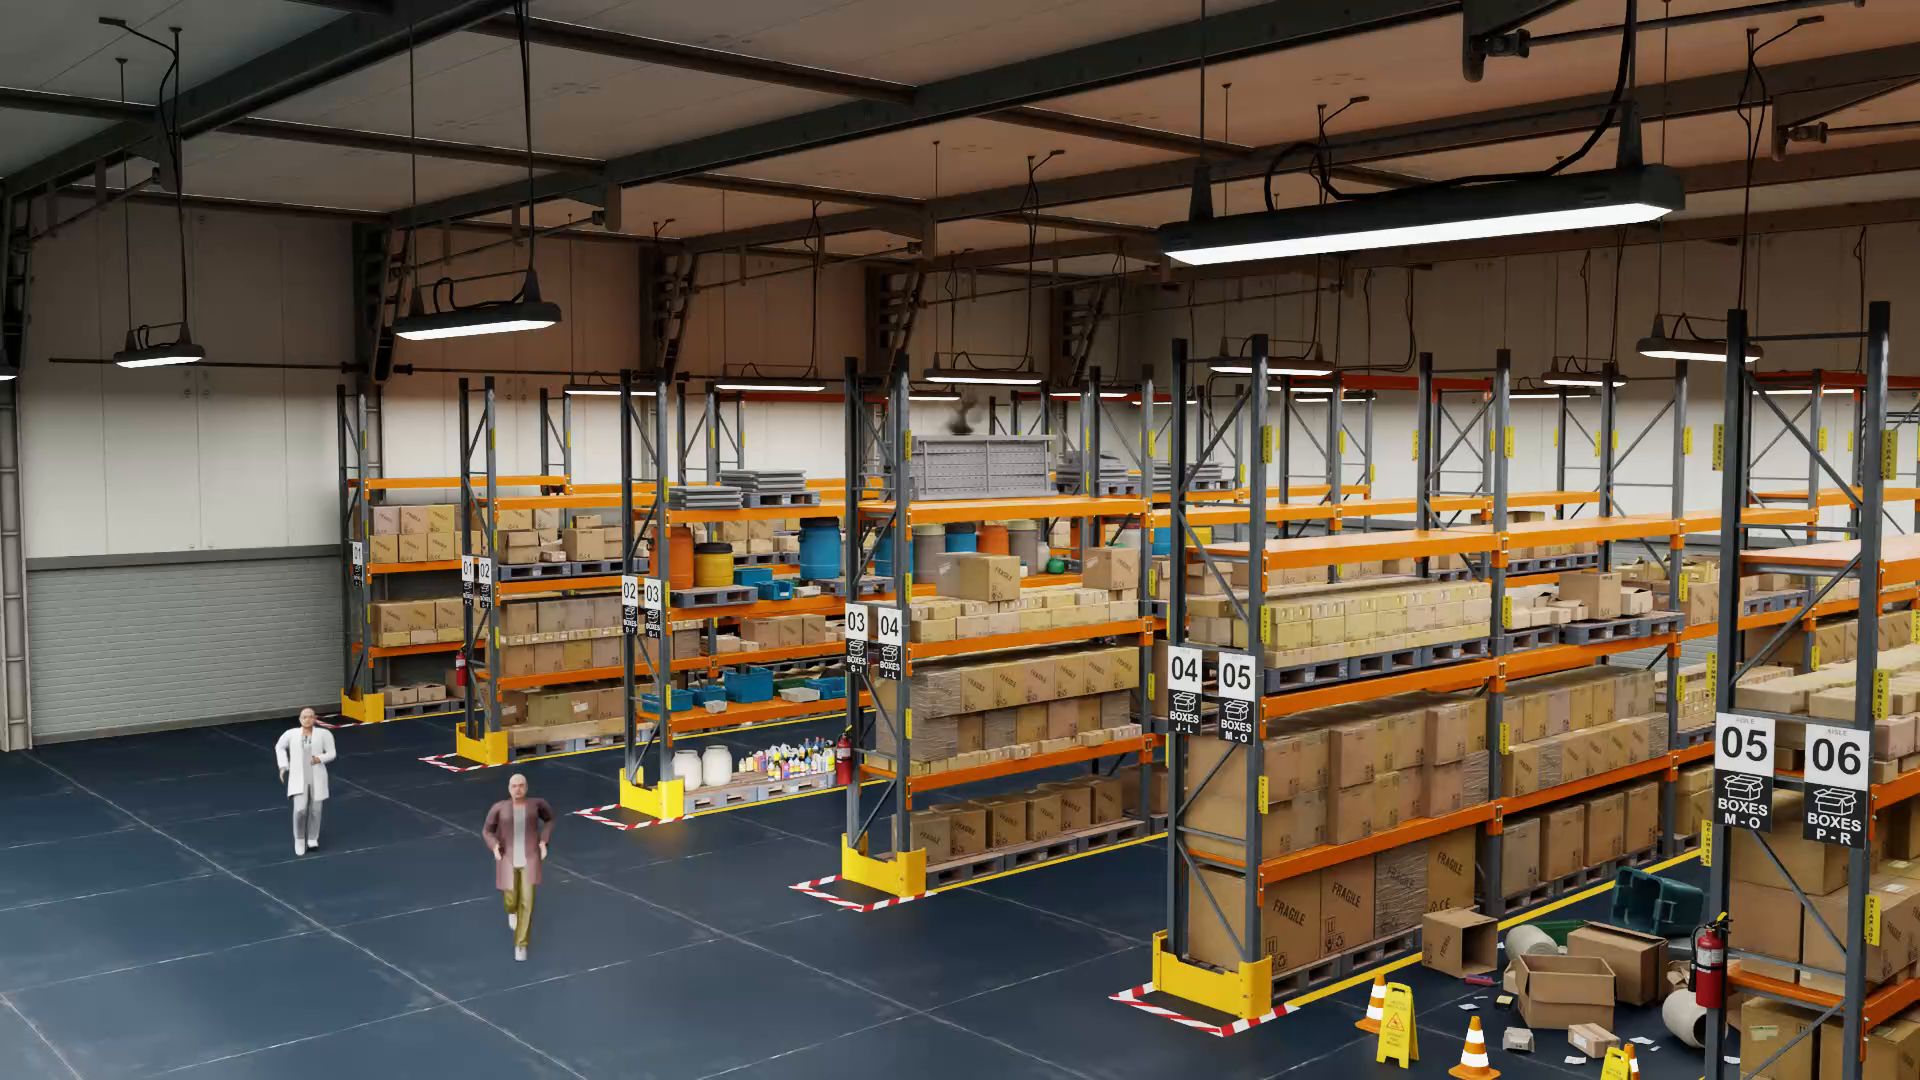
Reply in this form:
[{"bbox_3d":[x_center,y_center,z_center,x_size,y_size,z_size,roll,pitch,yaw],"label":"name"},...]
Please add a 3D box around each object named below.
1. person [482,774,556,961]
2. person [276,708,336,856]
[{"bbox_3d":[-4.381,3.204,16.552,0.711,1.764,0.923,-1,4,-15],"label":"person"},{"bbox_3d":[-7.969,2.950,20.304,0.675,1.790,0.762,-2,4,-25],"label":"person"}]
